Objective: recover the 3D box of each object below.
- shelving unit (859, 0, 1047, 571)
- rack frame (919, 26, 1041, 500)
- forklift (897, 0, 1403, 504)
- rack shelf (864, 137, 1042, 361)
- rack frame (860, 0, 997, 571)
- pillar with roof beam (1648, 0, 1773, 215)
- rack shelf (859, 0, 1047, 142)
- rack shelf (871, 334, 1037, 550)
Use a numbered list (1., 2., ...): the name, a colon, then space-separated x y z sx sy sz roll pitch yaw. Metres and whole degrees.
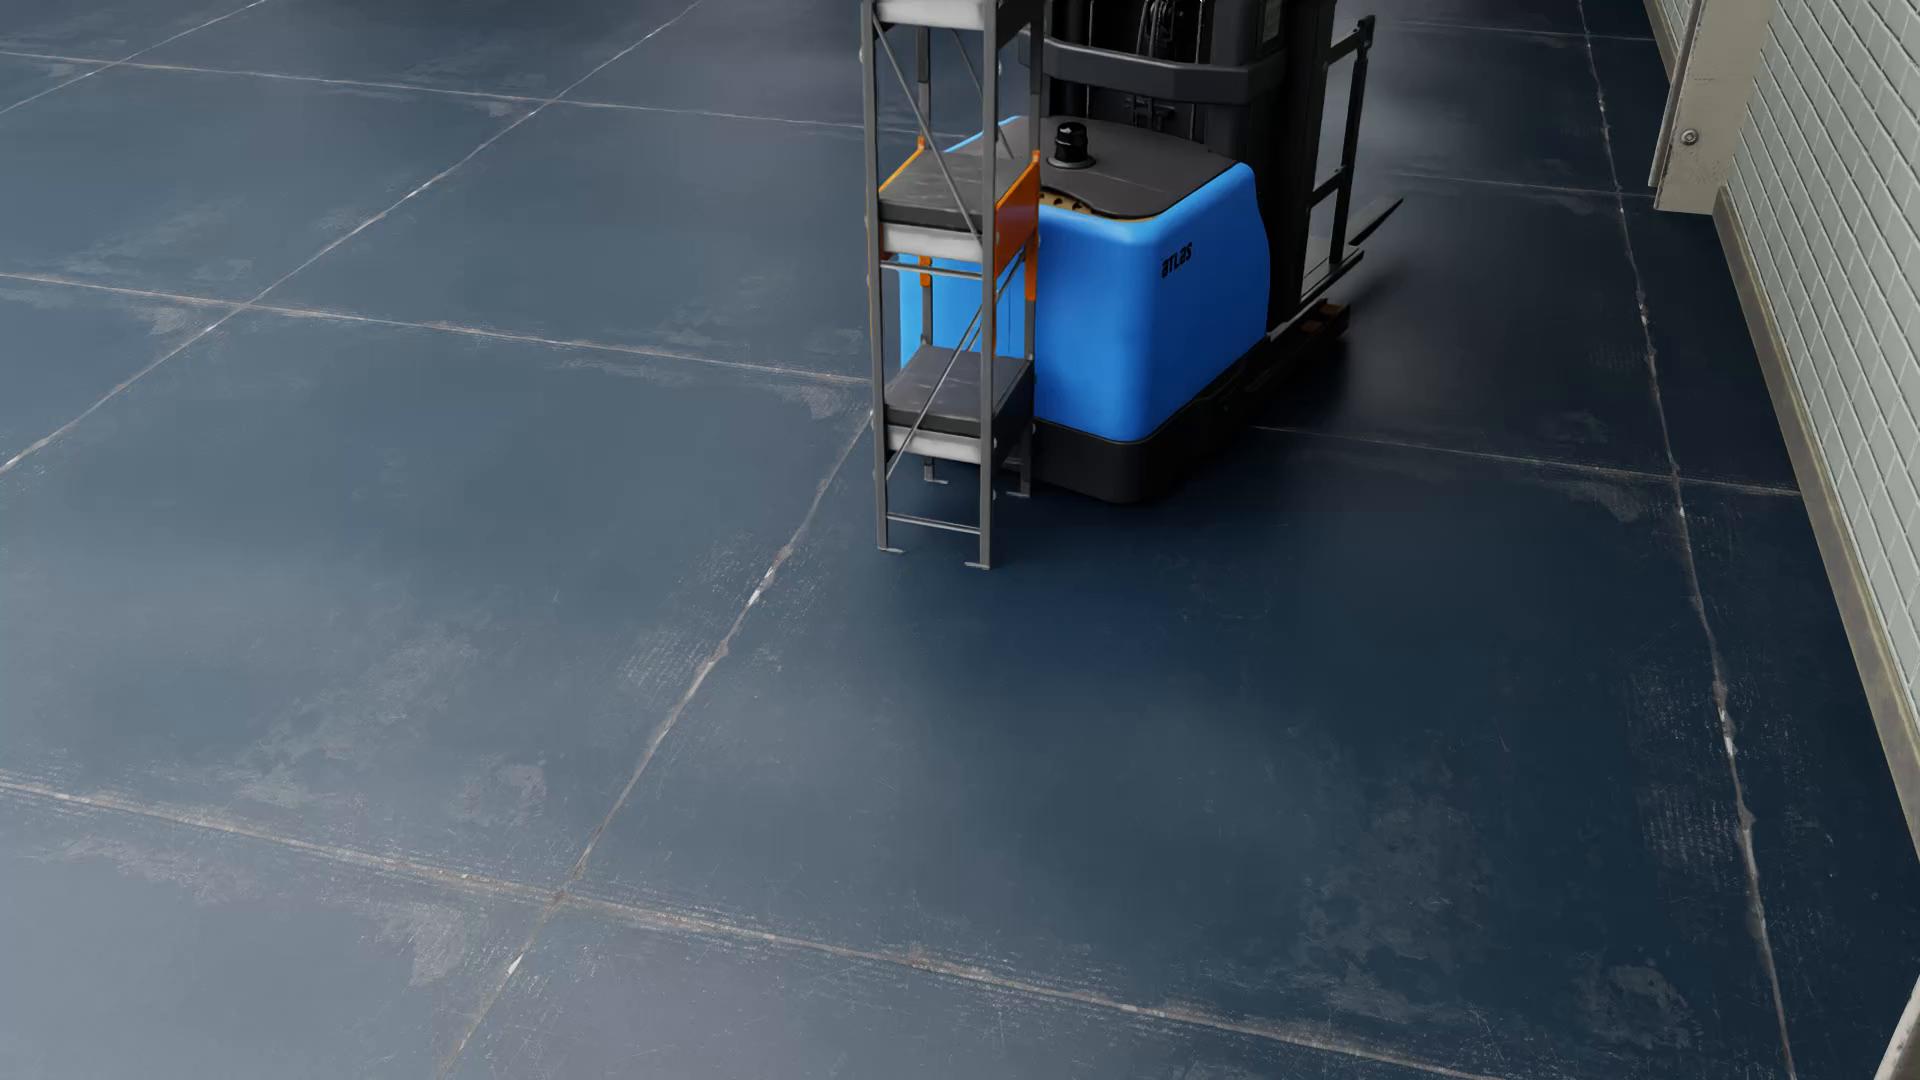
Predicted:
1. shelving unit: -0.014 -0.944 5.277 0.431 2.100 0.503 10 34 15
2. rack frame: 0.062 -1.068 5.473 0.400 2.100 0.015 10 34 15
3. forklift: 0.998 -2.113 6.342 1.130 2.935 3.031 19 37 28
4. rack shelf: -0.014 -0.932 5.285 0.431 0.518 0.480 10 34 15
5. rack frame: -0.089 -0.819 5.082 0.400 2.100 0.015 10 34 15
6. pillar with roof beam: -0.471 -6.127 7.000 9.100 9.000 0.400 8 33 12
7. rack shelf: -0.014 -1.523 4.909 0.431 0.518 0.480 10 34 15
8. rack shelf: -0.014 -0.342 5.660 0.431 0.518 0.480 10 34 15
